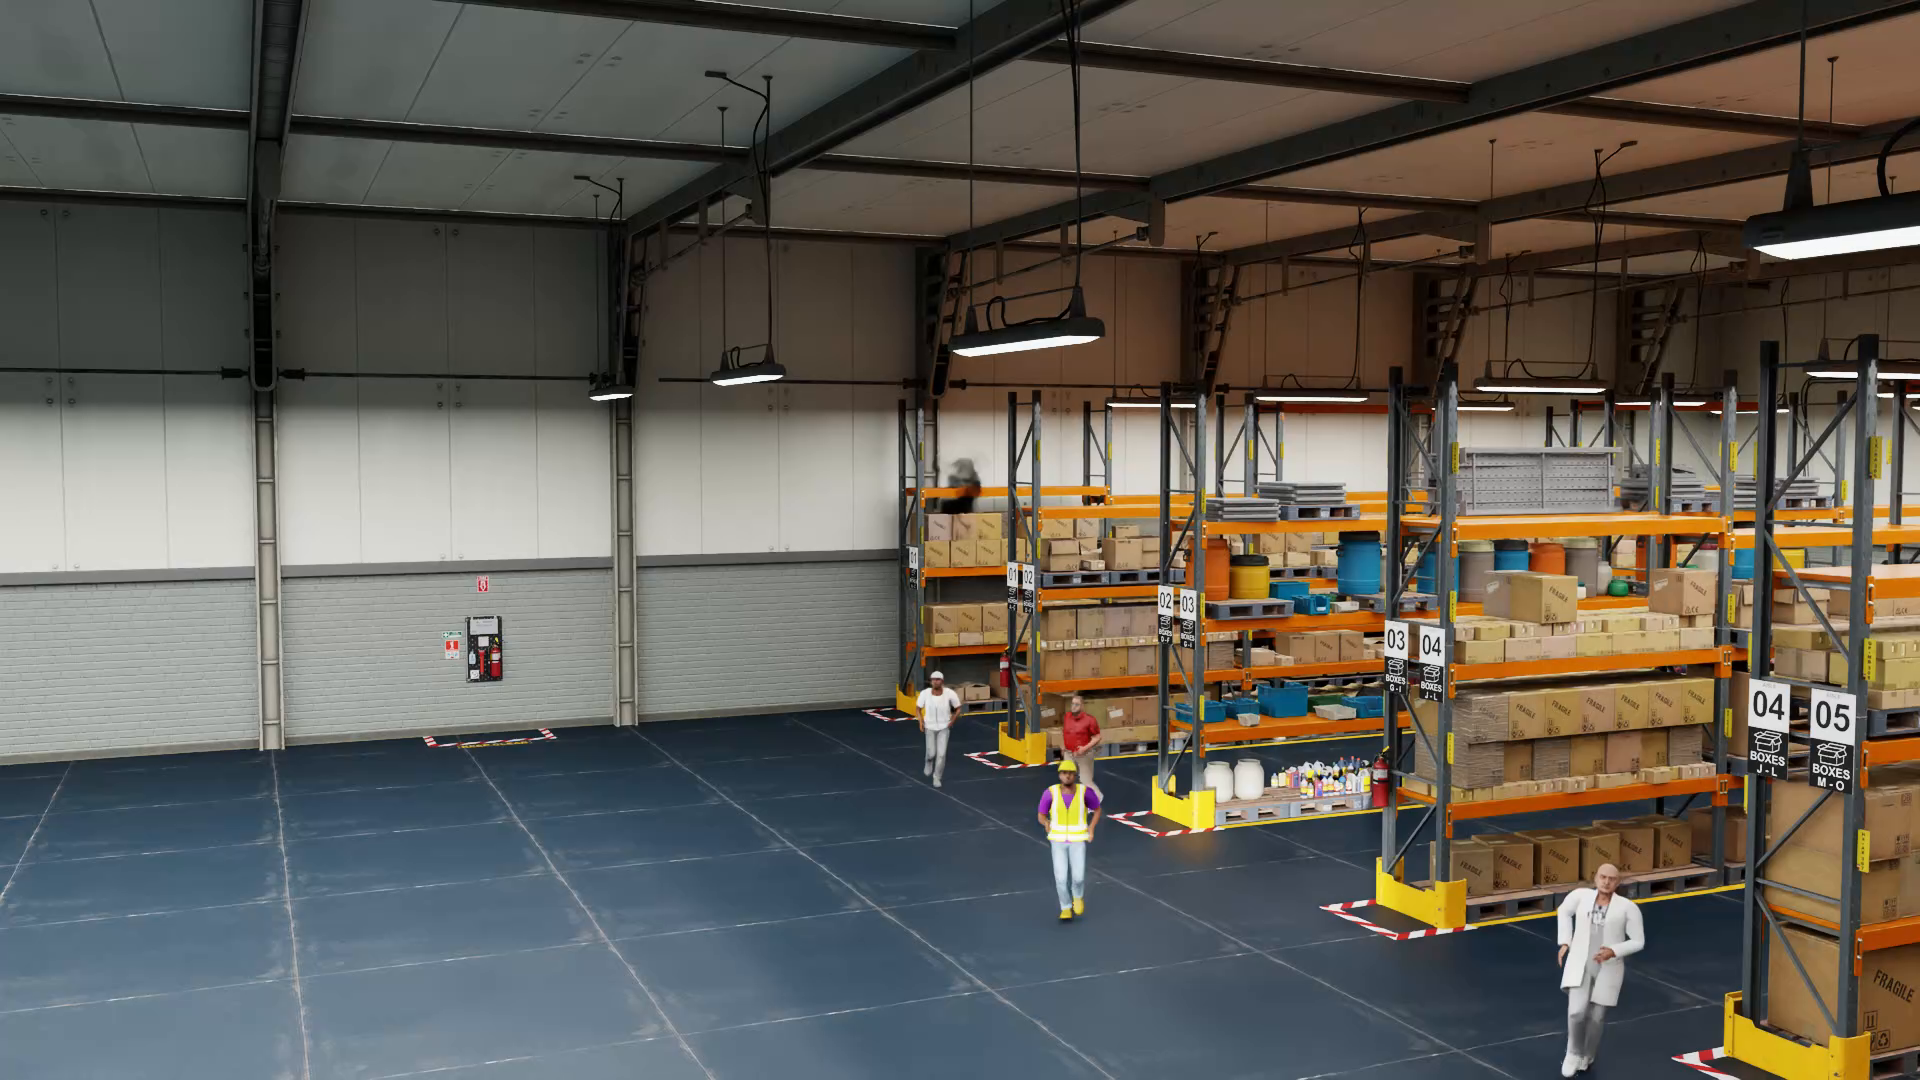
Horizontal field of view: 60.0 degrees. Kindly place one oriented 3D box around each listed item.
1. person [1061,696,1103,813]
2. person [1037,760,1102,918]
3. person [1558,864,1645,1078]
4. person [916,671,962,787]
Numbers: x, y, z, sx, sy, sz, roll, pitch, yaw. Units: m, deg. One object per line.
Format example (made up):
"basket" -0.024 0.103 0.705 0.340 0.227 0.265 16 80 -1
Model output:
"person" 1.645 2.983 22.741 0.637 1.731 0.912 2 4 28
"person" 1.171 3.241 17.925 0.688 1.720 0.582 0 3 7
"person" 5.176 3.495 13.493 0.695 1.743 0.641 2 4 27
"person" -0.319 2.834 25.101 0.691 1.734 0.632 0 3 2
